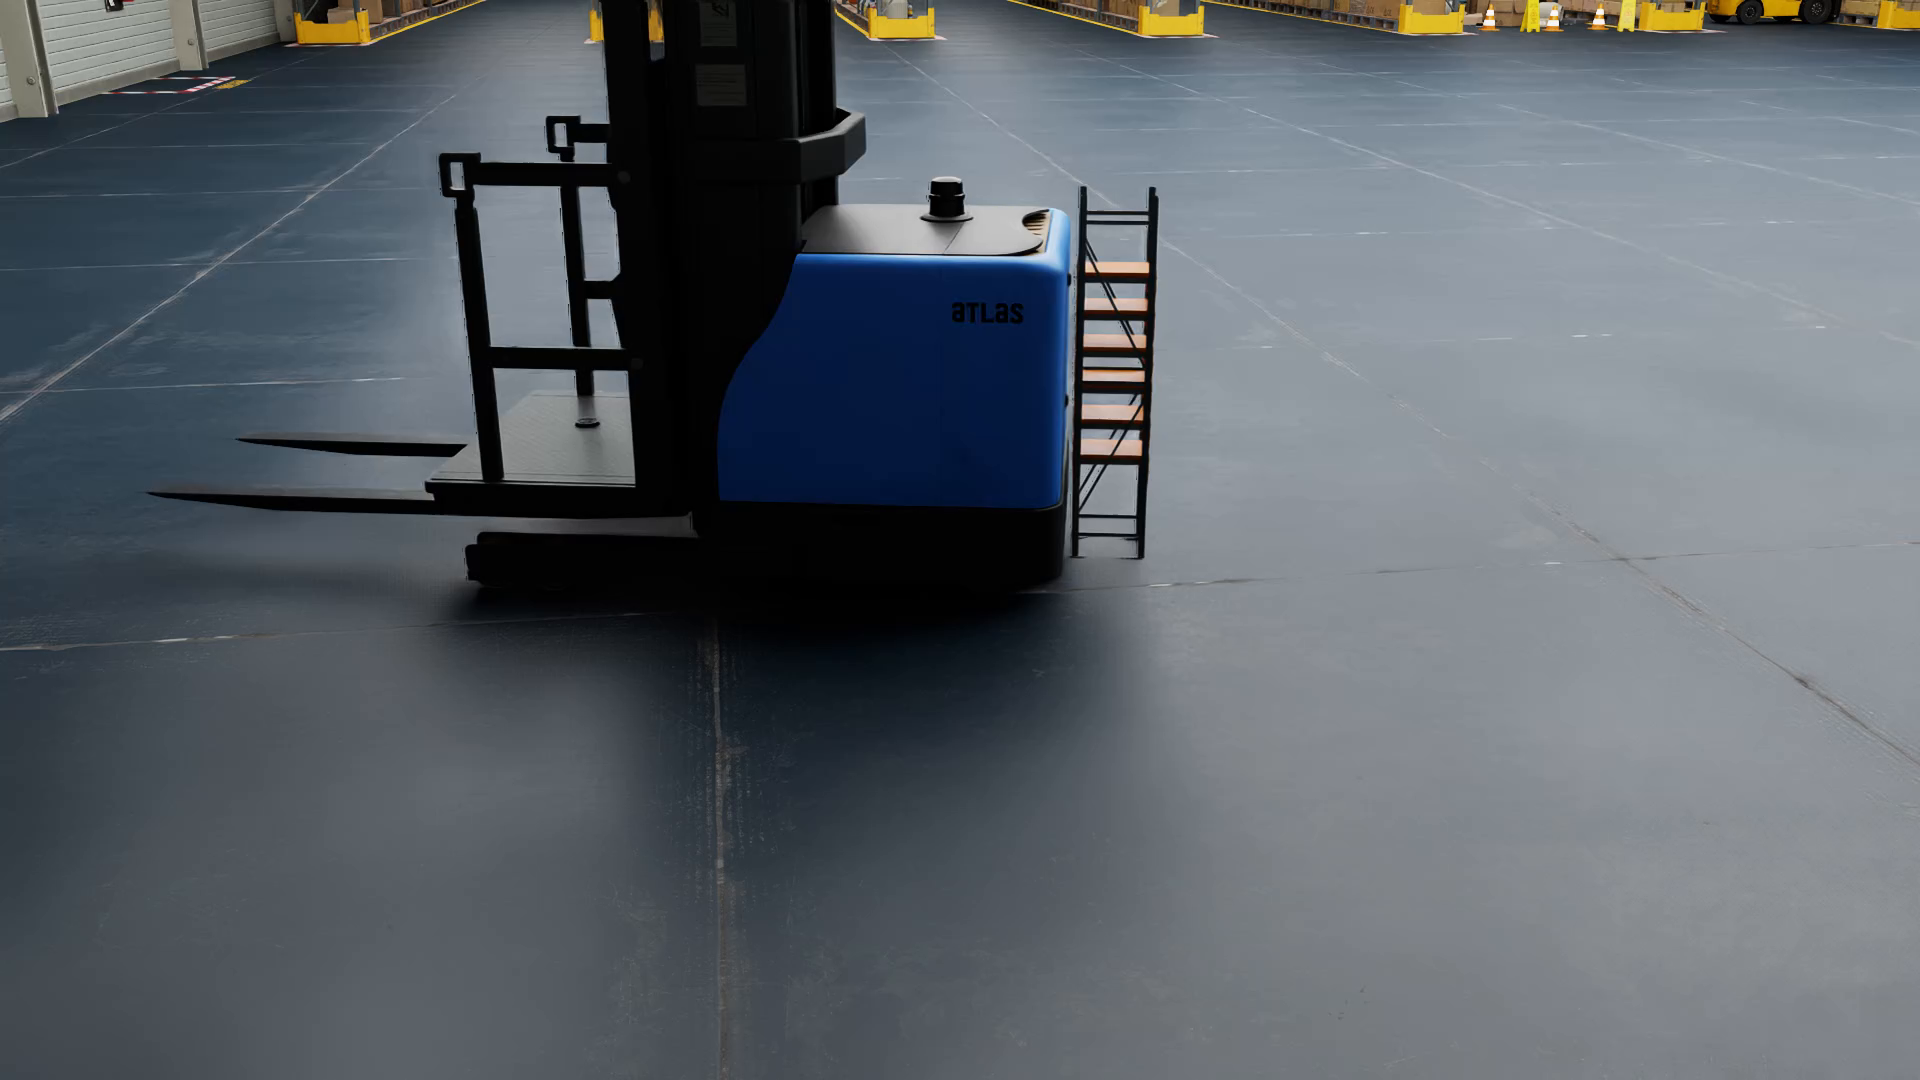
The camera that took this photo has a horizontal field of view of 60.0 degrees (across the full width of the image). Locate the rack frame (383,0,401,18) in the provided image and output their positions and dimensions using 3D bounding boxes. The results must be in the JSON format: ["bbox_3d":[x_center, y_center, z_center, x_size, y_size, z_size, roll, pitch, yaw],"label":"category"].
[{"bbox_3d":[-11.378,-11.362,31.850,1.000,3.000,0.127,-3,21,-8],"label":"rack frame"}]

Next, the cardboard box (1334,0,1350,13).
[{"bbox_3d":[8.271,-11.307,34.138,0.875,0.875,0.875,-3,21,-7],"label":"cardboard box"}]

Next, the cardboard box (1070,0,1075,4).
[{"bbox_3d":[2.866,-12.301,37.307,0.700,0.500,0.500,-4,21,-11],"label":"cardboard box"}]

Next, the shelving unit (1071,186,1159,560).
[{"bbox_3d":[0.498,-0.532,5.426,0.258,1.200,0.189,1,21,3],"label":"shelving unit"}]

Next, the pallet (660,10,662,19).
[{"bbox_3d":[-6.973,-11.405,35.950,1.003,0.211,1.213,-3,21,-8],"label":"pallet"}]

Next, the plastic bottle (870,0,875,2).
[{"bbox_3d":[-1.726,-10.534,32.789,0.144,0.351,0.185,-3,21,-8],"label":"plastic bottle"}]

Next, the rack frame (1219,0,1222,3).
[{"bbox_3d":[7.096,-15.096,41.849,1.000,3.000,0.127,-3,21,-8],"label":"rack frame"}]

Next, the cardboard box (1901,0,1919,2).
[{"bbox_3d":[18.759,-10.794,32.944,0.500,0.250,0.500,-3,21,-7],"label":"cardboard box"}]

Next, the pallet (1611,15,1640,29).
[{"bbox_3d":[13.617,-10.229,32.803,1.003,0.211,1.213,-3,21,-8],"label":"pallet"}]

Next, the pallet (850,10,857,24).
[{"bbox_3d":[-1.726,-10.825,34.398,1.003,0.211,1.213,-3,21,-8],"label":"pallet"}]

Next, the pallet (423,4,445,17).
[{"bbox_3d":[-11.994,-11.717,36.787,1.003,0.211,1.213,-3,21,-8],"label":"pallet"}]

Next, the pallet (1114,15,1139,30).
[{"bbox_3d":[3.637,-10.151,32.593,1.003,0.211,1.213,-3,21,-8],"label":"pallet"}]

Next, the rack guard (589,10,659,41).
[{"bbox_3d":[-5.897,-9.049,29.229,1.175,0.500,0.348,-3,21,-8],"label":"rack guard"}]

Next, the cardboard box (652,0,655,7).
[{"bbox_3d":[-5.971,-10.204,31.009,0.500,0.500,0.500,-3,21,-8],"label":"cardboard box"}]

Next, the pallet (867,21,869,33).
[{"bbox_3d":[-1.167,-9.476,30.785,1.003,0.211,1.213,-3,21,-8],"label":"pallet"}]

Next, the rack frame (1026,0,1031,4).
[{"bbox_3d":[2.173,-14.881,41.273,1.000,3.000,0.127,-3,21,-8],"label":"rack frame"}]

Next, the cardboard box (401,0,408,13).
[{"bbox_3d":[-11.659,-11.006,33.841,0.700,0.500,0.500,-3,21,-7],"label":"cardboard box"}]

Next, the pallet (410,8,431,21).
[{"bbox_3d":[-11.844,-11.170,35.321,1.003,0.211,1.213,-3,21,-8],"label":"pallet"}]

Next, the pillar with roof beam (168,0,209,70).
[{"bbox_3d":[-6.634,-11.126,22.644,9.100,9.000,0.400,-3,21,-8],"label":"pillar with roof beam"}]

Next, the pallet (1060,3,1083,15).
[{"bbox_3d":[2.861,-11.919,37.328,1.003,0.211,1.213,-3,21,-8],"label":"pallet"}]

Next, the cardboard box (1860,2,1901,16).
[{"bbox_3d":[18.241,-10.533,32.961,0.500,0.250,0.500,-3,21,-7],"label":"cardboard box"}]

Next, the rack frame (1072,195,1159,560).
[{"bbox_3d":[0.493,-0.500,5.341,0.240,1.200,0.006,1,21,3],"label":"rack frame"}]

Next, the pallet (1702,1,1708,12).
[{"bbox_3d":[17.720,-12.233,38.167,1.003,0.211,1.213,-3,21,-8],"label":"pallet"}]

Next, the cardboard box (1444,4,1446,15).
[{"bbox_3d":[9.489,-10.671,33.569,0.500,0.500,0.500,1,20,2],"label":"cardboard box"}]

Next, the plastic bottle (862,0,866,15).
[{"bbox_3d":[-1.842,-10.461,32.595,0.144,0.351,0.185,-4,21,-10],"label":"plastic bottle"}]

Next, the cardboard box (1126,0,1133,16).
[{"bbox_3d":[3.602,-10.588,32.749,0.500,0.500,0.500,-5,21,-13],"label":"cardboard box"}]

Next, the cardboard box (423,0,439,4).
[{"bbox_3d":[-11.931,-12.198,36.560,0.750,0.750,0.750,-3,21,-8],"label":"cardboard box"}]

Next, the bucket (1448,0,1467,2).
[{"bbox_3d":[10.550,-11.574,34.925,0.726,0.611,0.620,4,11,11],"label":"bucket"}]

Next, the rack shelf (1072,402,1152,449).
[{"bbox_3d":[0.498,-0.378,5.484,0.258,0.103,0.180,1,21,3],"label":"rack shelf"}]

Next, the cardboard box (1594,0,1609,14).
[{"bbox_3d":[13.179,-10.762,33.573,0.500,0.250,0.500,-4,21,-10],"label":"cardboard box"}]

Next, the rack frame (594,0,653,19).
[{"bbox_3d":[-5.900,-10.228,28.814,1.000,3.000,0.127,-3,21,-8],"label":"rack frame"}]

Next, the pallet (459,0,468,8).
[{"bbox_3d":[-12.564,-13.093,40.469,1.003,0.211,1.213,-3,21,-8],"label":"pallet"}]

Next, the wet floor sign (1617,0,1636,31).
[{"bbox_3d":[12.678,-10.004,31.578,0.267,0.644,0.232,4,21,11],"label":"wet floor sign"}]

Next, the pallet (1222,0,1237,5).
[{"bbox_3d":[7.210,-13.521,41.615,1.003,0.211,1.213,-3,21,-8],"label":"pallet"}]

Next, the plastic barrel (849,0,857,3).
[{"bbox_3d":[-2.239,-12.595,37.653,0.600,0.830,0.708,-3,21,-8],"label":"plastic barrel"}]

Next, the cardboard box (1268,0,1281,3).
[{"bbox_3d":[7.671,-12.639,37.884,1.050,0.750,0.750,-3,21,-8],"label":"cardboard box"}]

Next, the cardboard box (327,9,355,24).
[{"bbox_3d":[-10.812,-9.168,29.189,0.500,0.311,0.500,-5,21,-14],"label":"cardboard box"}]

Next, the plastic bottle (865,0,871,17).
[{"bbox_3d":[-1.754,-10.249,32.028,0.144,0.351,0.185,-2,21,-6],"label":"plastic bottle"}]

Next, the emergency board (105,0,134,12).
[{"bbox_3d":[-10.575,-7.241,20.816,0.194,1.169,0.643,-3,21,-8],"label":"emergency board"}]

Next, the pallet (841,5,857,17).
[{"bbox_3d":[-2.078,-11.670,36.660,1.003,0.211,1.213,-3,21,-8],"label":"pallet"}]

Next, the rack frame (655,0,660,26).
[{"bbox_3d":[-6.477,-11.613,32.522,1.000,3.000,0.127,-3,21,-8],"label":"rack frame"}]

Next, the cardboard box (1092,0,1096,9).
[{"bbox_3d":[3.209,-11.526,35.234,0.700,0.500,0.500,-3,21,-8],"label":"cardboard box"}]

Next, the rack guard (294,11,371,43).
[{"bbox_3d":[-10.813,-8.832,28.650,1.175,0.500,0.348,-3,21,-8],"label":"rack guard"}]

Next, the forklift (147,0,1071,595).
[{"bbox_3d":[-1.154,-1.393,5.258,3.031,2.935,1.130,2,21,4],"label":"forklift"}]
